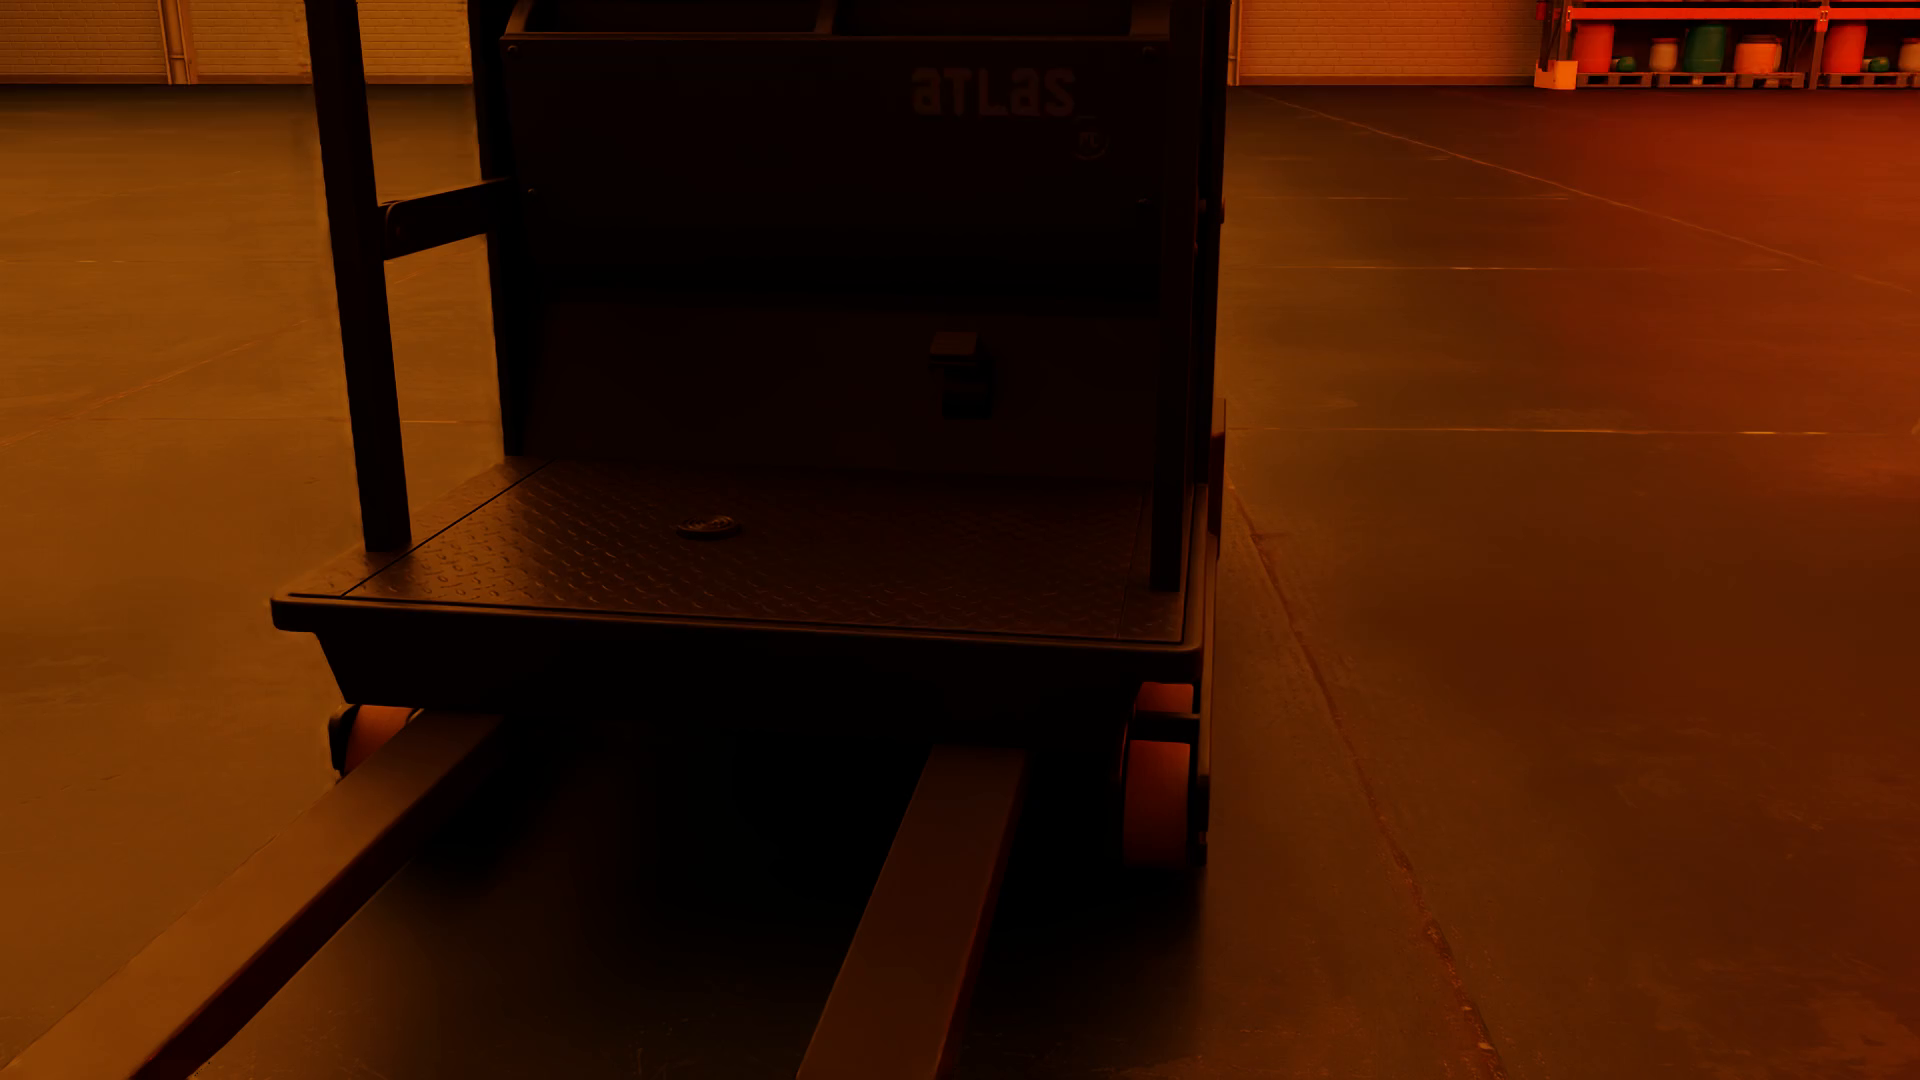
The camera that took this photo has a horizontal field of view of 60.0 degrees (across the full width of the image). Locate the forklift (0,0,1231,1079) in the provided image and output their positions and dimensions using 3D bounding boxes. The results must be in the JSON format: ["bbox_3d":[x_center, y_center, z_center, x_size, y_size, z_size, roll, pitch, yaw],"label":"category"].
[{"bbox_3d":[-0.203,-1.102,1.979,1.130,2.935,3.031,3,17,8],"label":"forklift"}]
